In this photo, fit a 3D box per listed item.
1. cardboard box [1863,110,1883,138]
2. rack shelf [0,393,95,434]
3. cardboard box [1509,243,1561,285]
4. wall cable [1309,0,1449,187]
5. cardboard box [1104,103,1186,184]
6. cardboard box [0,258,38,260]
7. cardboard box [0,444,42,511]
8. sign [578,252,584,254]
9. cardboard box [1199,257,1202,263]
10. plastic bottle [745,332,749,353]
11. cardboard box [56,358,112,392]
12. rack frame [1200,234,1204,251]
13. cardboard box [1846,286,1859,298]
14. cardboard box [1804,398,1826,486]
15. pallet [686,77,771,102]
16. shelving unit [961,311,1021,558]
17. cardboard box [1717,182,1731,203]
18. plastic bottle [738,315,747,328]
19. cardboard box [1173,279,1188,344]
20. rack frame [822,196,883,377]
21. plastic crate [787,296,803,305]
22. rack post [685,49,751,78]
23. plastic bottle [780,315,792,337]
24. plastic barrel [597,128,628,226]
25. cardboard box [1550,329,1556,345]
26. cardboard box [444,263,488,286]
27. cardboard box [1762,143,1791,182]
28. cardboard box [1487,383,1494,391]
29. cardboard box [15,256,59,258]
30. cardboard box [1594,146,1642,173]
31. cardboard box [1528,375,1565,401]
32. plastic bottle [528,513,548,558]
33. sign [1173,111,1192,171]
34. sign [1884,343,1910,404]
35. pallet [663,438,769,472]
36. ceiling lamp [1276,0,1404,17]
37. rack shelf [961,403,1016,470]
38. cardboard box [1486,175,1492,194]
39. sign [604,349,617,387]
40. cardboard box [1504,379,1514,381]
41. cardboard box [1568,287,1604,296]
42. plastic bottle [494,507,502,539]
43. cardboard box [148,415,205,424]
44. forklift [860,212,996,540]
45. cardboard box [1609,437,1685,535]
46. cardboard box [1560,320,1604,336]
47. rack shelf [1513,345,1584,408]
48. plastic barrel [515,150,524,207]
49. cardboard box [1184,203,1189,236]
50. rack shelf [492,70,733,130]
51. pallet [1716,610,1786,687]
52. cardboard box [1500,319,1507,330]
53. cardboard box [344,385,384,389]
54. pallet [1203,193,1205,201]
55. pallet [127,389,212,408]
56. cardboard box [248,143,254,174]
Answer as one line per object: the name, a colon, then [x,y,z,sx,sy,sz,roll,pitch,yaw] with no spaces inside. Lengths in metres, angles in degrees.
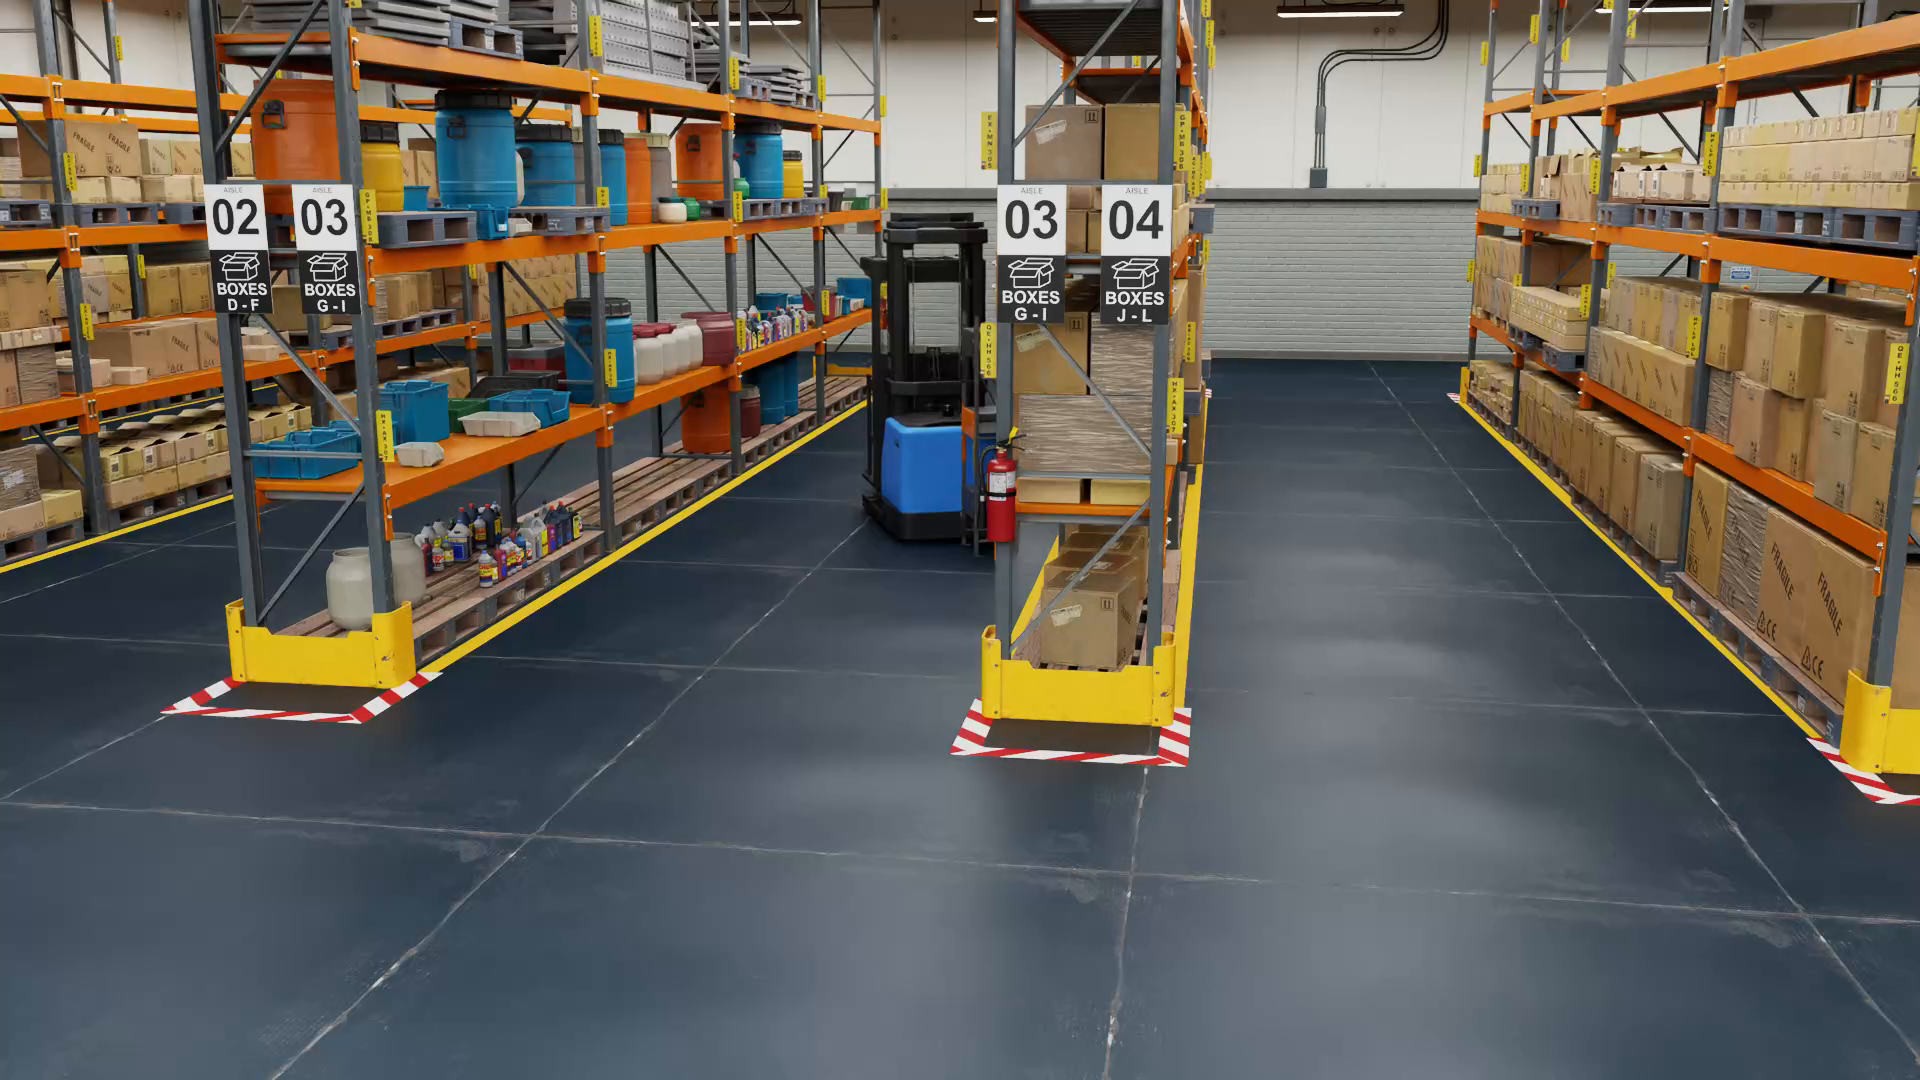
cardboard box: [5.398,-2.370,9.477,0.380,0.149,0.250,2,12,10]
rack shelf: [-8.763,-0.764,13.384,1.077,0.370,4.000,2,12,9]
cardboard box: [7.253,-3.484,20.979,0.500,0.500,0.500,1,12,7]
wall cable: [7.453,-9.279,29.311,2.277,5.999,0.120,2,12,9]
cardboard box: [1.212,-2.583,10.867,0.500,0.500,0.500,2,12,8]
cardboard box: [-12.595,-3.627,22.190,0.500,0.250,0.500,1,12,7]
cardboard box: [-8.400,-0.553,14.445,0.500,0.500,0.500,2,12,9]
sign: [-6.065,-4.729,26.573,0.100,0.325,0.005,2,12,9]
cardboard box: [3.048,-3.617,22.782,0.500,0.500,0.500,1,12,7]
plastic bottle: [-2.465,-2.293,19.048,0.061,0.283,0.133,2,12,9]
cardboard box: [-8.423,-1.563,15.738,0.500,0.250,0.500,3,12,12]
rack frame: [3.178,-3.709,25.339,1.000,3.000,0.127,2,12,9]
cardboard box: [12.562,-3.240,22.925,0.500,0.500,0.500,2,12,8]
cardboard box: [5.888,-0.576,10.446,0.875,0.550,0.550,2,12,9]
pallet: [-2.805,-4.998,18.478,1.213,0.211,1.003,2,12,9]
shelving unit: [0.268,-0.933,14.597,0.431,2.100,0.503,-3,12,-12]
cardboard box: [5.826,-2.562,12.259,0.380,0.149,0.250,2,12,8]
plastic bottle: [-2.771,-2.694,20.926,0.152,0.276,0.135,2,12,9]
cardboard box: [1.535,-1.791,13.124,0.500,0.500,0.500,2,12,9]
rack frame: [-1.716,-3.869,26.083,1.000,3.000,0.127,2,12,9]
plastic crate: [-2.328,-3.439,24.344,0.416,0.233,0.300,2,12,9]
rack post: [-2.876,-5.252,18.438,0.954,0.300,0.937,2,12,9]
plastic bottle: [-2.207,-2.702,20.963,0.152,0.276,0.135,2,12,9]
plastic barrel: [-3.497,-3.468,15.911,0.600,0.901,0.708,2,12,9]
cardboard box: [6.533,-2.167,17.784,0.380,0.149,0.250,2,12,10]
cardboard box: [-6.875,-3.824,23.265,0.500,0.500,0.500,2,12,10]
cardboard box: [5.712,-2.519,11.113,0.500,0.250,0.500,2,12,8]
cardboard box: [7.587,-2.166,23.245,0.380,0.149,0.250,1,12,6]
cardboard box: [-12.523,-3.732,22.675,0.500,0.250,0.500,2,12,9]
cardboard box: [6.638,-3.844,16.790,0.396,0.266,0.258,2,12,9]
cardboard box: [6.994,-1.788,19.583,0.500,0.250,0.500,2,12,10]
plastic bottle: [-3.455,-0.041,13.562,0.144,0.351,0.185,2,12,8]
sign: [1.253,-2.254,9.394,0.100,0.325,0.005,2,12,9]
sign: [5.068,-0.898,8.988,0.100,0.325,0.005,2,12,9]
pallet: [-2.867,-1.006,19.417,1.003,0.211,1.213,2,12,9]
ceiling lamp: [6.096,-9.971,26.303,2.000,3.185,0.800,2,12,9]
rack shelf: [0.268,-0.920,14.600,0.431,0.518,0.480,-3,12,-12]
cardboard box: [7.659,-4.973,23.253,0.500,0.250,0.500,2,12,8]
sign: [-3.020,-1.486,14.370,0.100,0.325,0.005,2,12,9]
cardboard box: [7.394,-2.037,21.941,0.380,0.149,0.250,2,12,11]
cardboard box: [7.579,-2.978,20.134,0.380,0.149,0.250,2,12,11]
plastic bottle: [-3.961,-0.135,14.158,0.061,0.283,0.133,2,12,9]
cardboard box: [-8.364,-1.185,17.828,0.500,0.311,0.500,2,12,7]
forklift: [-0.353,-1.695,16.156,1.130,2.935,3.031,-3,12,-12]
cardboard box: [6.376,-0.467,14.641,1.050,0.750,0.750,2,12,9]
cardboard box: [6.459,-2.207,17.264,0.380,0.149,0.250,2,12,10]
rack shelf: [7.140,-1.926,18.775,1.077,0.370,4.000,2,12,9]
plastic barrel: [-3.822,-3.014,13.734,0.421,0.512,0.421,0,12,0]
cardboard box: [1.520,-2.500,12.968,0.500,0.250,0.500,2,12,11]
rack shelf: [-3.254,-4.173,15.910,1.077,0.370,4.000,2,12,9]
pallet: [5.838,0.745,11.293,1.003,0.211,1.213,2,12,9]
cardboard box: [7.369,-2.860,21.996,0.380,0.149,0.250,1,12,6]
cardboard box: [-7.331,-1.657,20.708,0.500,0.500,0.500,2,12,8]
pallet: [2.889,-4.722,23.132,1.003,0.211,1.213,2,12,9]
pallet: [-11.926,-2.150,24.726,1.003,0.211,1.213,2,12,9]
cardboard box: [-11.349,-6.043,26.391,0.500,0.500,0.500,2,12,8]
